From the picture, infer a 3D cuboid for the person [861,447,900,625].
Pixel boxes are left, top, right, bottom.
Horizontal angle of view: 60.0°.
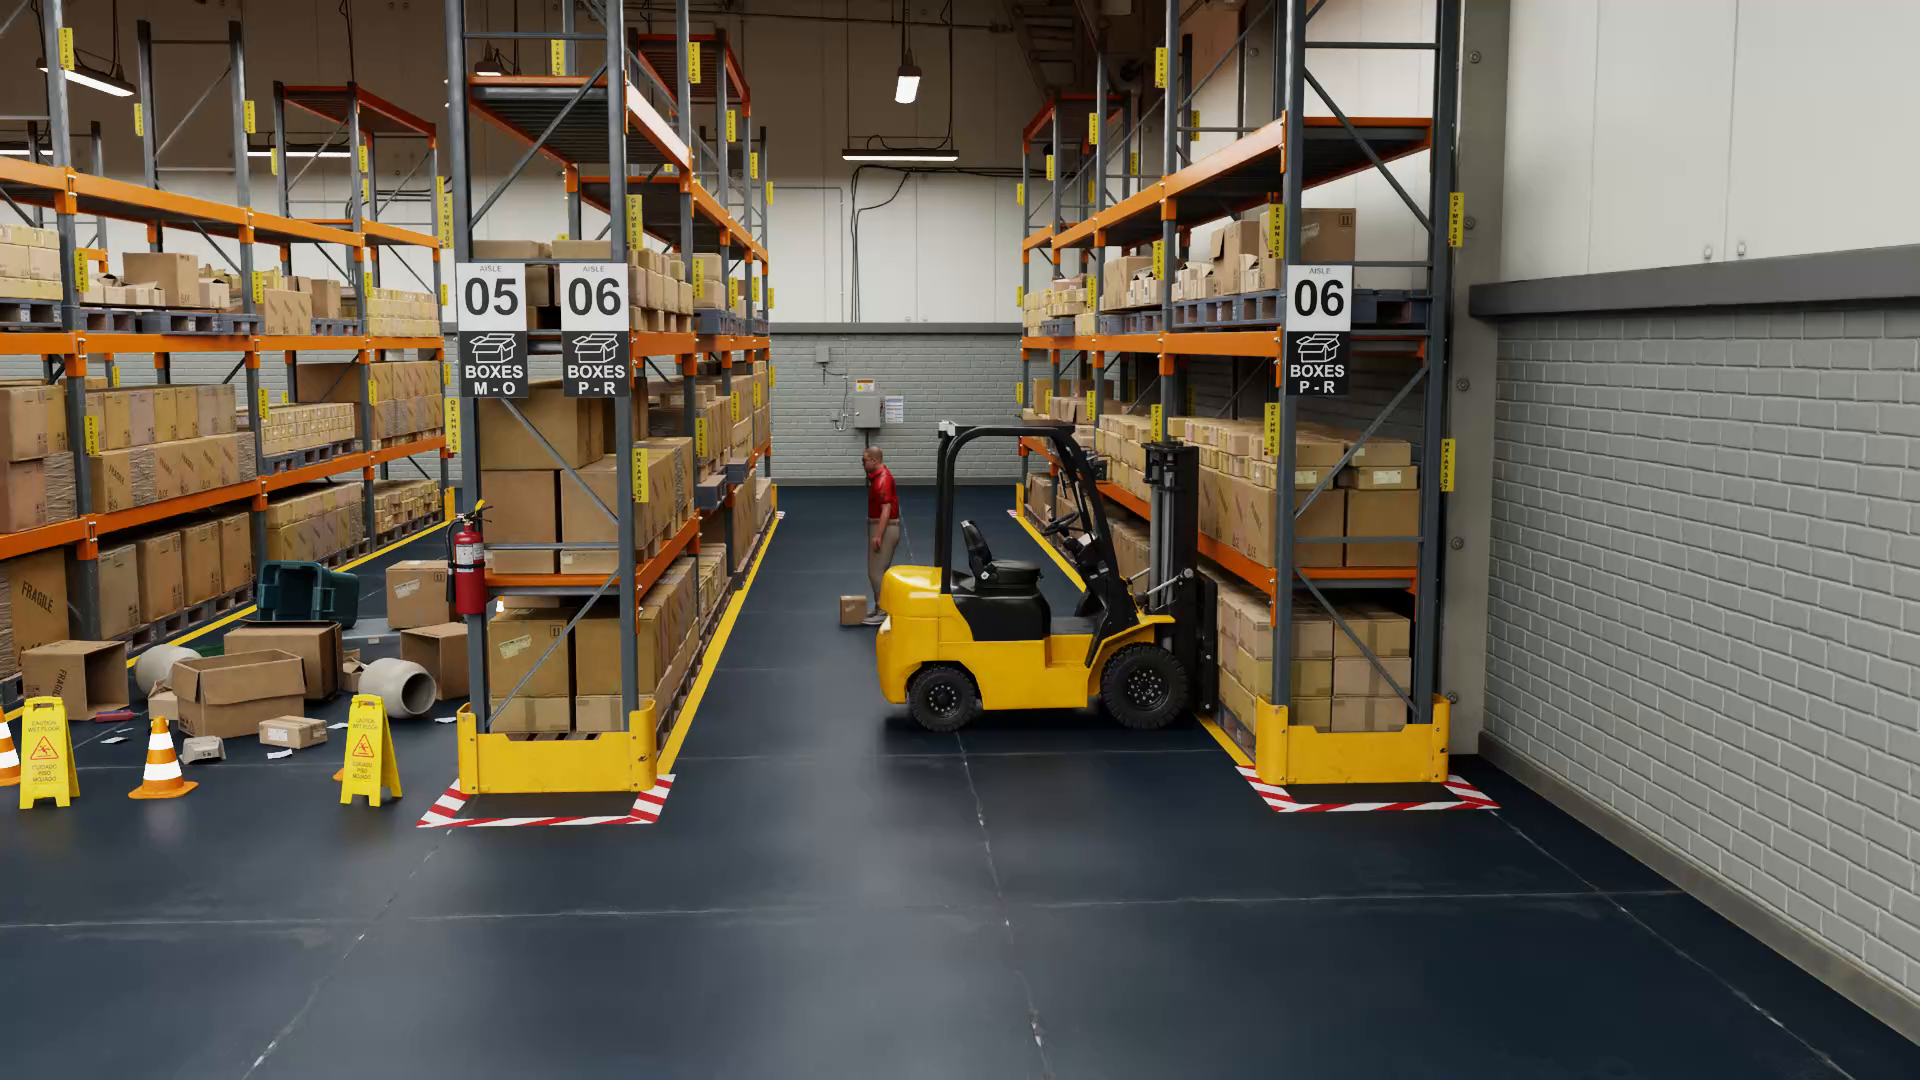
[{"bbox_3d":[-0.786,-0.051,16.228,0.391,1.726,0.584,-1,7,-5],"label":"person"}]
